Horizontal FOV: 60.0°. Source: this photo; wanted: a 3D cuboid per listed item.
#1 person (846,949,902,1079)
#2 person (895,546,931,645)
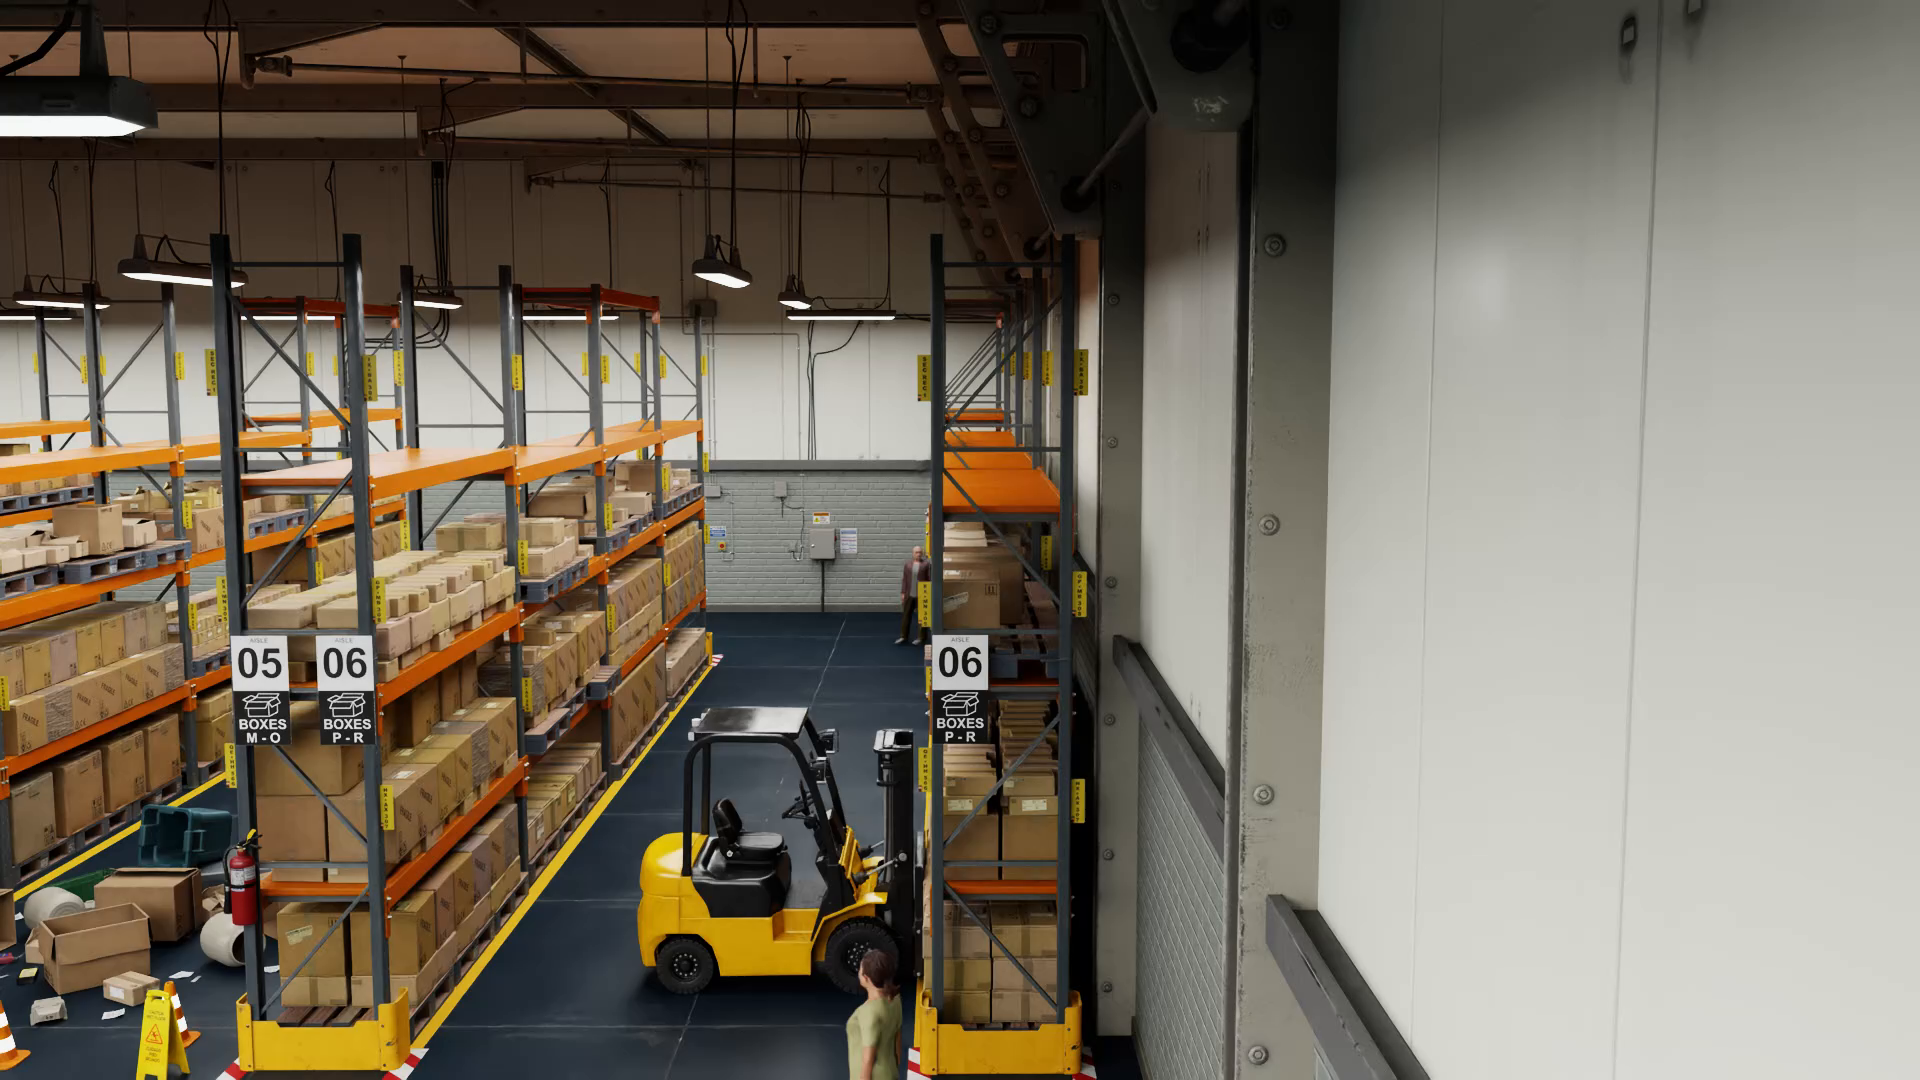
[{"bbox_3d":[-0.568,3.247,9.881,0.503,1.683,0.494,1,6,13],"label":"person"},{"bbox_3d":[-0.797,1.001,29.750,0.650,1.775,0.542,4,7,32],"label":"person"}]
